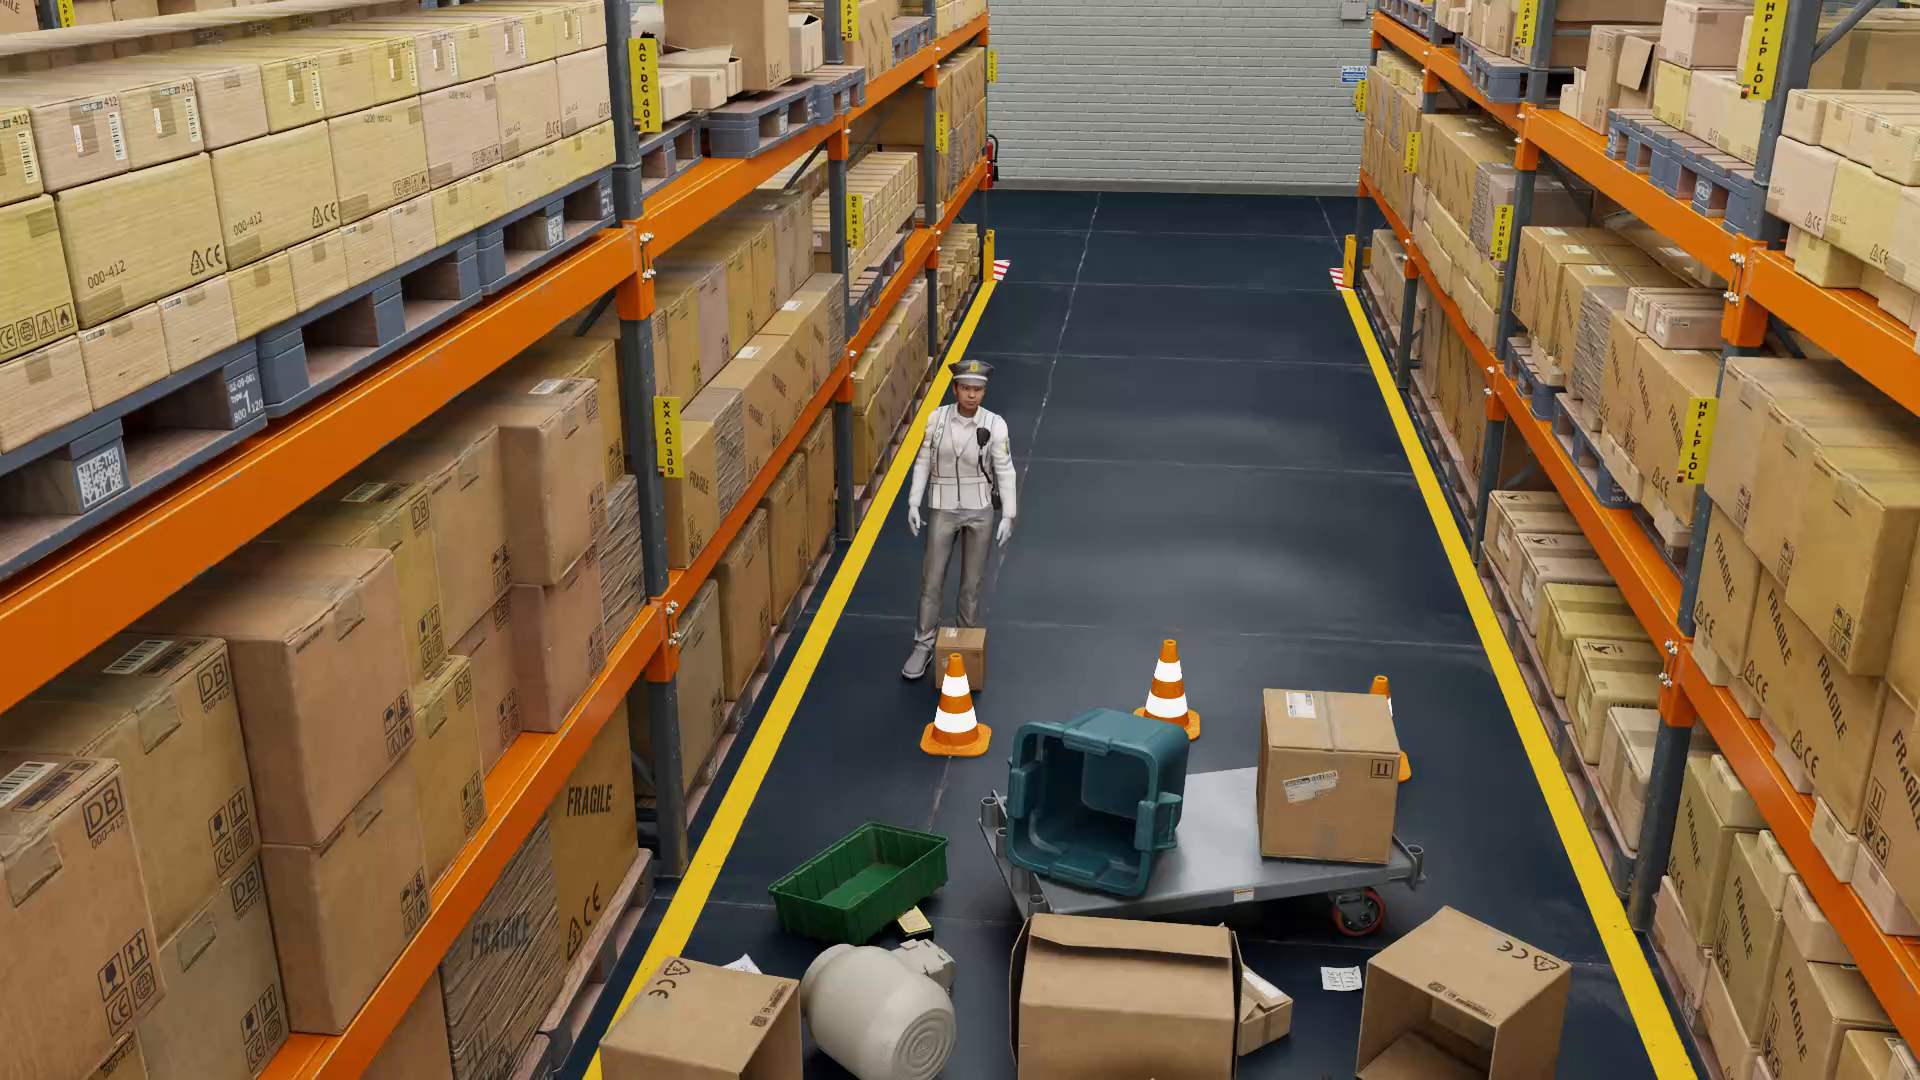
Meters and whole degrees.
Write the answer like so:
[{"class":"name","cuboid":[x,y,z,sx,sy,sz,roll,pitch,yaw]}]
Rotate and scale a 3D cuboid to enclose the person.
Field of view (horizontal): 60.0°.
[{"class":"person","cuboid":[0.001,-0.121,8.823,0.587,1.694,0.529,3,21,6]}]
